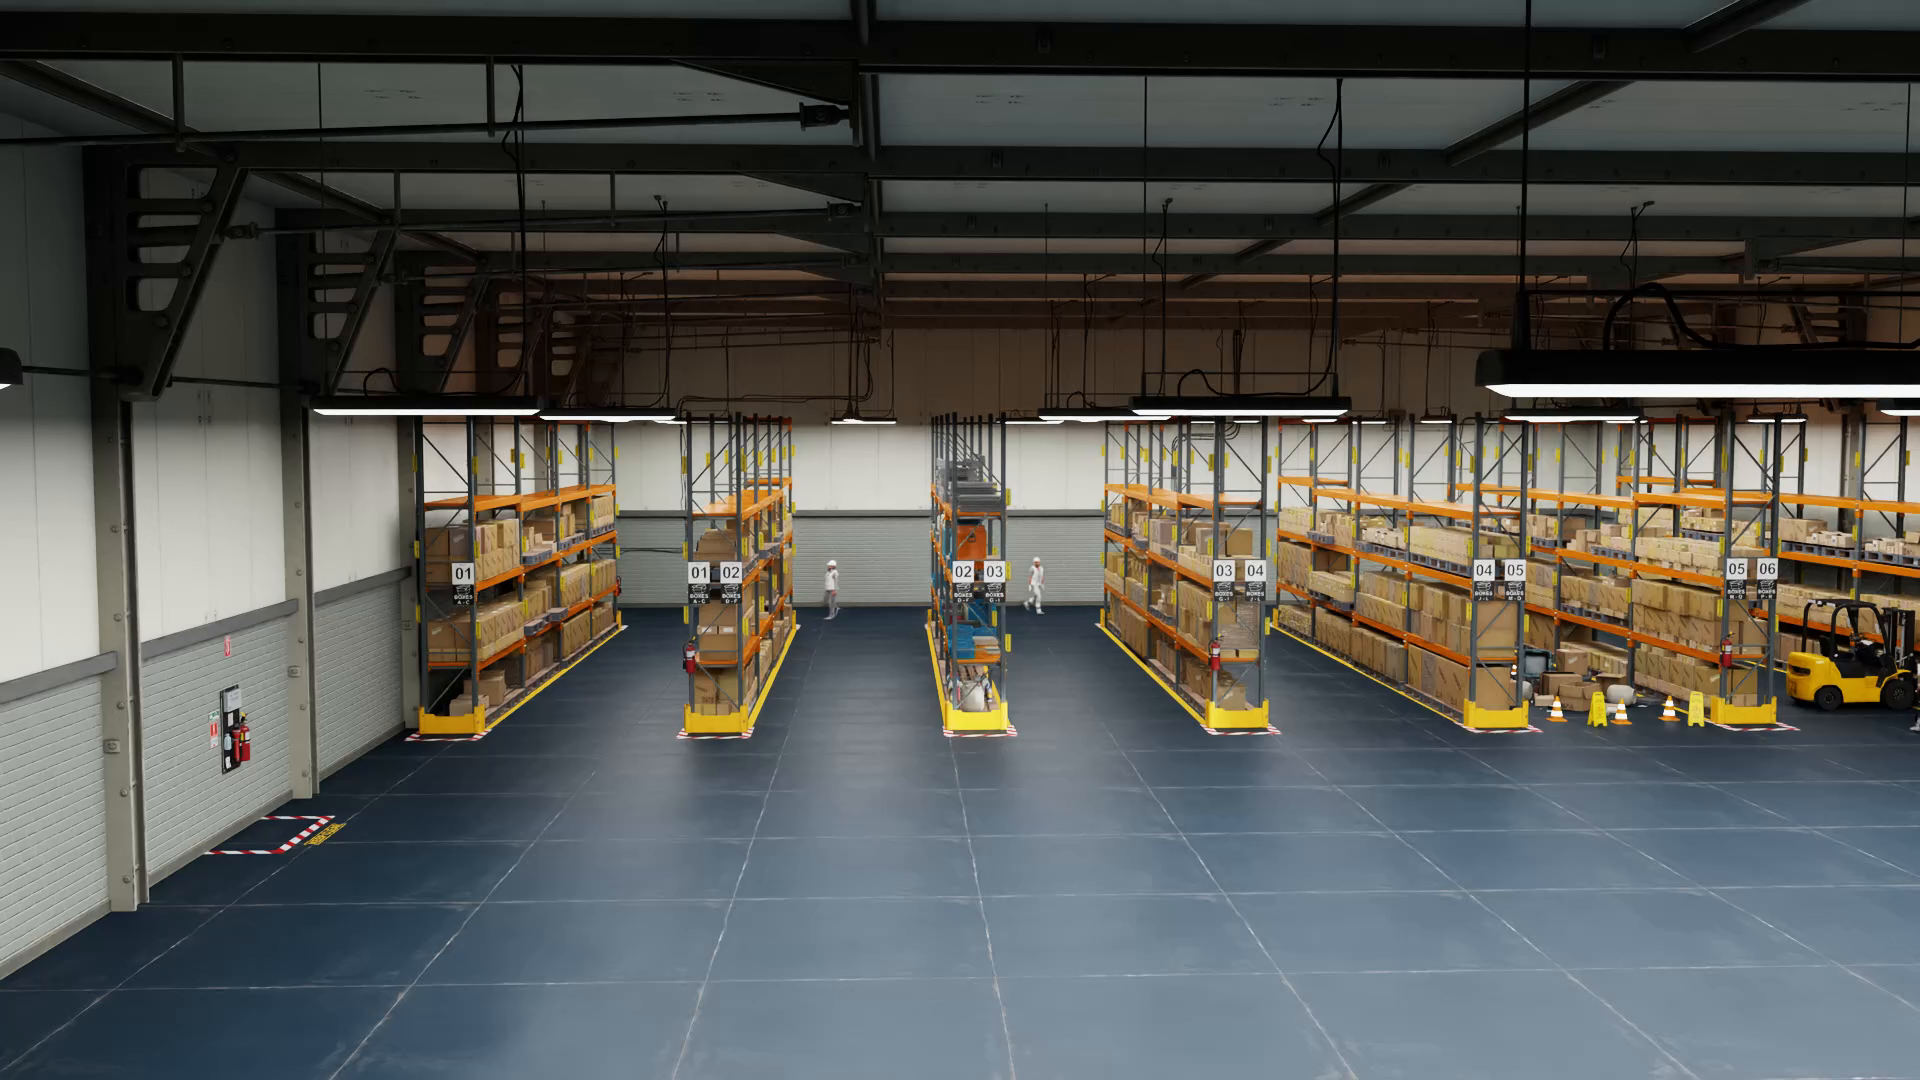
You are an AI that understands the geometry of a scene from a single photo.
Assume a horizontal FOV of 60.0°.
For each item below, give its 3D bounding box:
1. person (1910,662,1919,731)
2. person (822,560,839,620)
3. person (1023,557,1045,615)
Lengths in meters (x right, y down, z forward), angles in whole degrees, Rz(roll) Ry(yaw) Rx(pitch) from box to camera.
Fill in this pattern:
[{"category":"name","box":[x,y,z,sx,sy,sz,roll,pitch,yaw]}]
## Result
[{"category":"person","box":[18.285,2.756,31.308,0.923,1.644,0.471,-1,4,-9]},{"category":"person","box":[-3.792,1.475,49.292,0.583,1.762,0.556,-3,5,-38]},{"category":"person","box":[2.284,1.391,50.735,0.933,1.756,0.520,3,5,40]}]
